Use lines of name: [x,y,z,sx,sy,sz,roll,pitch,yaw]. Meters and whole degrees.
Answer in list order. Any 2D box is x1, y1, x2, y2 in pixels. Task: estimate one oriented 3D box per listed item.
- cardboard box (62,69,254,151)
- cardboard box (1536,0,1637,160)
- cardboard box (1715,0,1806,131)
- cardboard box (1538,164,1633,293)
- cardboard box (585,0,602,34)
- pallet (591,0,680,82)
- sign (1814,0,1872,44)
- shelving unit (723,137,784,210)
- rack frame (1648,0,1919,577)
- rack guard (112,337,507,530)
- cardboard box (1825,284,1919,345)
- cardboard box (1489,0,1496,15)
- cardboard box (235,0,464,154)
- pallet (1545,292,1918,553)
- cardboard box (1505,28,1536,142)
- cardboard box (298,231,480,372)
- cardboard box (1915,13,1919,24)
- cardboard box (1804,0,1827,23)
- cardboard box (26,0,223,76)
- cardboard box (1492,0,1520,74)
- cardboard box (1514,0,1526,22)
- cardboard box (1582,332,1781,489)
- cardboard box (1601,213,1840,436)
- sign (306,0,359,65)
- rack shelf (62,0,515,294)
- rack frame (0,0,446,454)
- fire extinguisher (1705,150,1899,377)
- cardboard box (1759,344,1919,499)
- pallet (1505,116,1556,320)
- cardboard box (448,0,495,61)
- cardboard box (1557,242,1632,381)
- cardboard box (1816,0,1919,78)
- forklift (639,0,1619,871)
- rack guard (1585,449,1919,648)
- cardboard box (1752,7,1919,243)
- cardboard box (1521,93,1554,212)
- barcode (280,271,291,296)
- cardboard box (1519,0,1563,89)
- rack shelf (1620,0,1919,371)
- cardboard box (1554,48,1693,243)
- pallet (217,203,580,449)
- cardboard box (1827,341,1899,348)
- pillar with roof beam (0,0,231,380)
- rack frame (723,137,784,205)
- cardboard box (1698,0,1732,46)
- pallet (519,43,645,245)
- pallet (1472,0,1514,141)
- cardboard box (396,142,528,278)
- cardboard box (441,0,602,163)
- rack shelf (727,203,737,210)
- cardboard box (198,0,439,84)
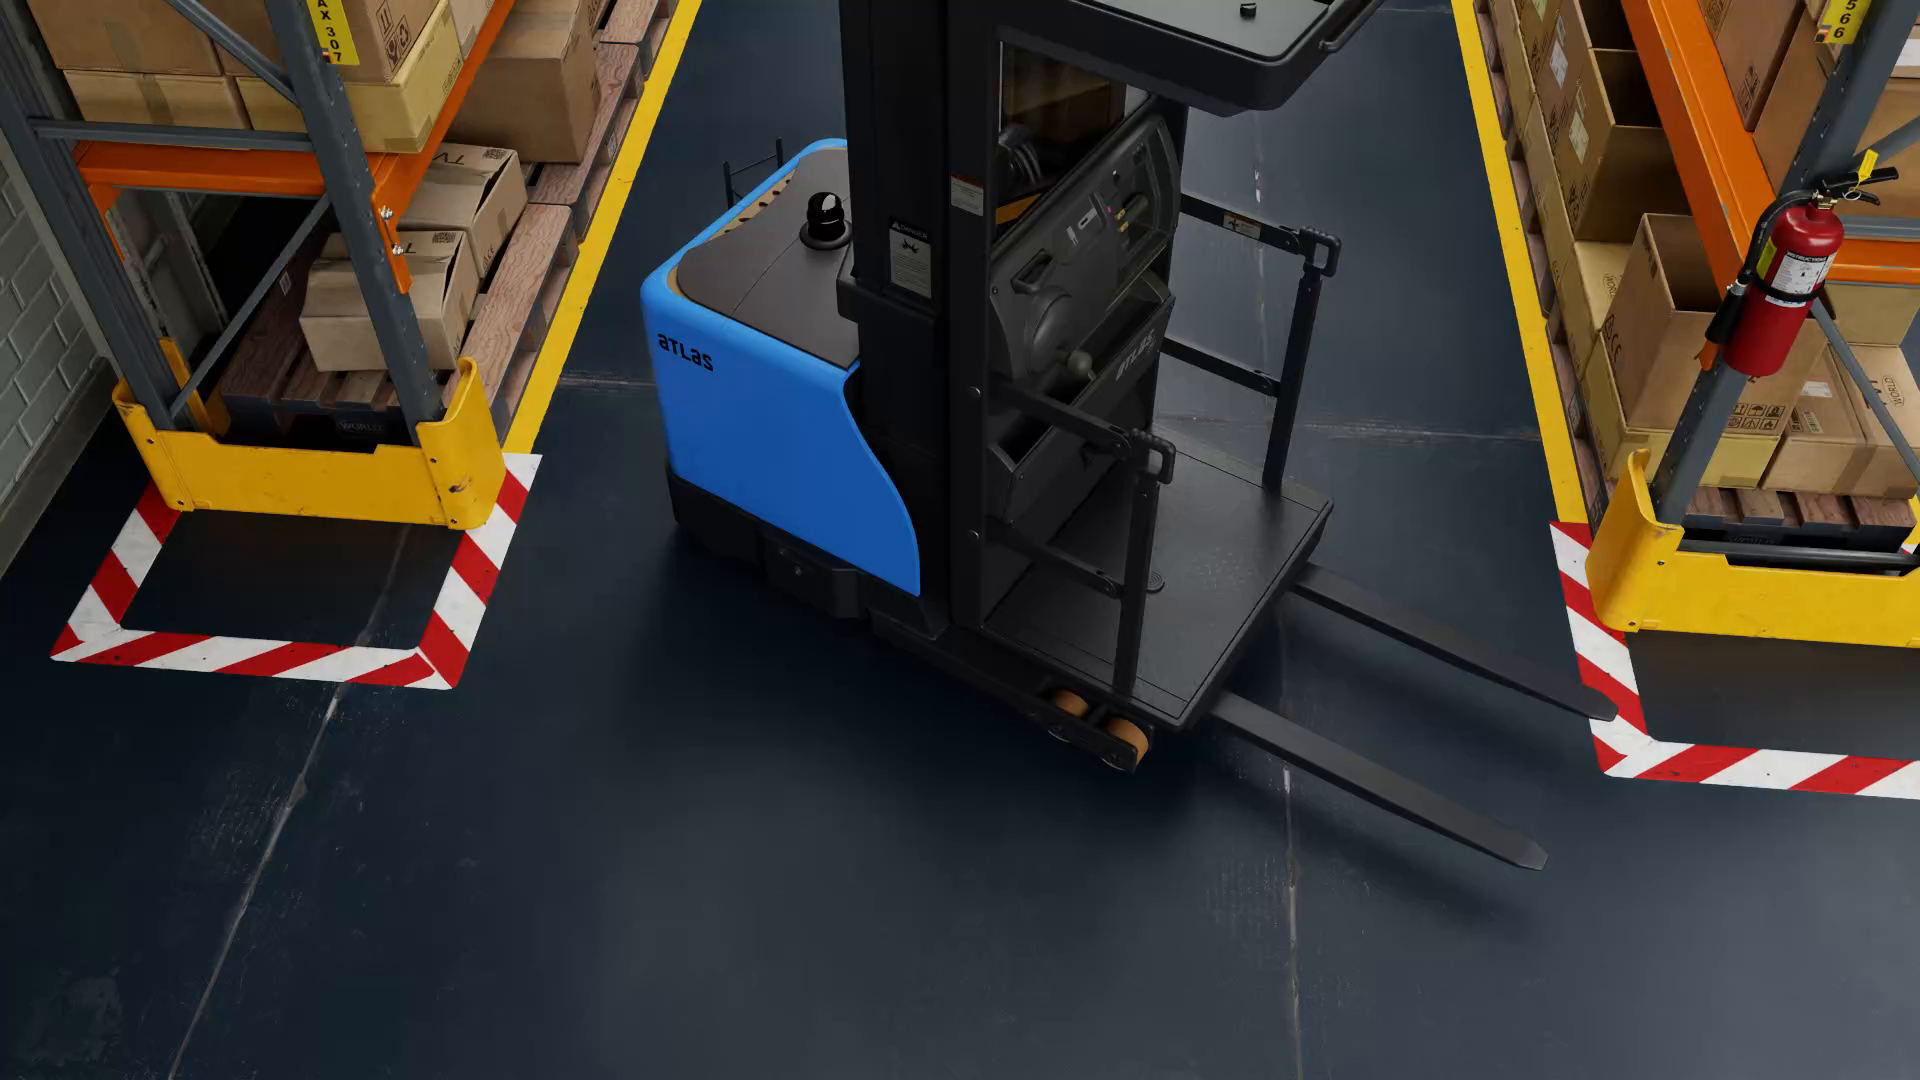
cardboard box: [-2.379,-1.466,5.147,0.500,0.250,0.500,4,48,4]
cardboard box: [2.581,-1.807,6.441,0.500,0.500,0.500,4,48,4]
cardboard box: [2.803,-1.586,5.100,0.700,0.500,0.500,5,48,5]
cardboard box: [2.537,-1.187,6.381,0.500,0.250,0.500,4,48,4]
cardboard box: [-1.919,-2.633,7.521,0.500,0.500,0.500,1,48,1]
pallet: [-1.890,-2.656,8.036,1.003,0.211,1.213,4,48,4]
sign: [2.166,-1.341,3.998,0.100,0.325,0.005,4,48,4]
shelving unit: [-0.657,-0.990,6.046,0.258,0.900,0.210,-30,54,-25]
rack frame: [2.705,-0.823,4.470,1.000,3.000,0.127,4,48,4]
rack guard: [-2.221,-0.366,5.746,1.175,0.500,0.348,4,48,4]
cardboard box: [3.019,-1.037,5.736,0.500,0.500,0.500,4,48,4]
cardboard box: [2.725,-2.656,7.725,0.500,0.250,0.500,4,48,4]
cardboard box: [-1.868,-1.447,5.129,0.500,0.250,0.500,3,48,2]
pallet: [2.733,-0.447,6.016,1.003,0.211,1.213,4,48,4]
cardboard box: [2.624,-1.922,7.054,0.500,0.250,0.500,4,48,4]
cardboard box: [-2.076,-0.897,6.062,0.500,0.311,0.500,-1,48,-1]
cardboard box: [2.765,-1.676,4.303,0.700,0.500,0.500,4,48,4]
cardboard box: [2.573,-1.562,4.639,0.380,0.149,0.250,5,48,5]
cardboard box: [-2.397,-1.724,4.874,0.500,0.500,0.500,3,48,3]
cardboard box: [2.675,-2.289,7.390,0.500,0.250,0.500,4,48,4]
cardboard box: [2.678,-2.542,7.113,0.500,0.500,0.500,4,48,4]
cardboard box: [2.460,-0.451,5.709,0.500,0.250,0.500,4,48,4]
cardboard box: [2.458,-0.704,5.432,0.500,0.500,0.500,4,48,4]
sign: [-1.688,-1.410,4.420,0.100,0.325,0.005,4,48,4]
rack shelf: [-2.046,-2.381,6.382,1.077,0.370,4.000,4,48,4]
rack frame: [-2.228,-1.154,4.772,1.000,3.000,0.127,4,48,4]
fire extinguisher: [2.232,-0.742,4.448,0.296,0.674,0.183,4,48,4]
cardboard box: [2.976,-0.416,5.677,0.500,0.250,0.500,4,48,4]
pallet: [2.847,-1.341,6.833,1.003,0.211,1.213,4,48,4]
cardboard box: [-1.835,-1.830,5.479,0.500,0.250,0.500,3,48,2]
cardboard box: [2.493,-0.819,6.045,0.500,0.250,0.500,4,48,4]
cardboard box: [2.550,-1.370,4.463,0.380,0.149,0.250,3,48,3]
forklift: [0.527,-0.737,4.438,3.031,2.935,1.130,26,53,22]
rack guard: [2.703,0.038,5.377,1.175,0.500,0.348,4,48,4]
cardboard box: [2.760,-1.199,4.746,0.700,0.500,0.500,4,48,4]
cardboard box: [2.585,-1.554,6.717,0.500,0.250,0.500,4,48,4]
barcode: [-2.472,-0.940,6.095,0.001,0.075,0.075,4,48,4]
cardboard box: [2.625,-2.175,6.777,0.500,0.500,0.500,4,48,4]
rack shelf: [2.887,-2.050,6.080,1.077,0.370,4.000,4,48,4]
cardboard box: [2.534,-1.440,6.105,0.500,0.500,0.500,4,48,4]
pallet: [-2.112,-0.863,6.396,1.003,0.211,1.213,4,48,4]
cardboard box: [3.017,-0.784,6.013,0.500,0.250,0.500,4,48,4]
pillar with roof beam: [1.261,-3.462,2.818,9.100,9.000,0.400,4,48,4]
rack frame: [-0.721,-1.049,6.100,0.240,0.900,0.006,-30,54,-25]
cardboard box: [2.854,-1.950,5.433,0.700,0.500,0.500,4,48,4]
pallet: [-1.998,-1.757,7.214,1.003,0.211,1.213,4,48,4]
pallet: [2.955,-2.240,7.656,1.003,0.211,1.213,4,48,4]
cardboard box: [-2.024,-1.316,6.445,0.500,0.311,0.500,7,48,7]
cardboard box: [-1.907,-1.916,6.865,0.700,0.500,0.500,1,48,1]
rack shelf: [-0.657,-1.150,5.871,0.258,0.077,0.200,-30,54,-25]
cardboard box: [-1.885,-1.694,4.846,0.500,0.500,0.500,4,48,4]
